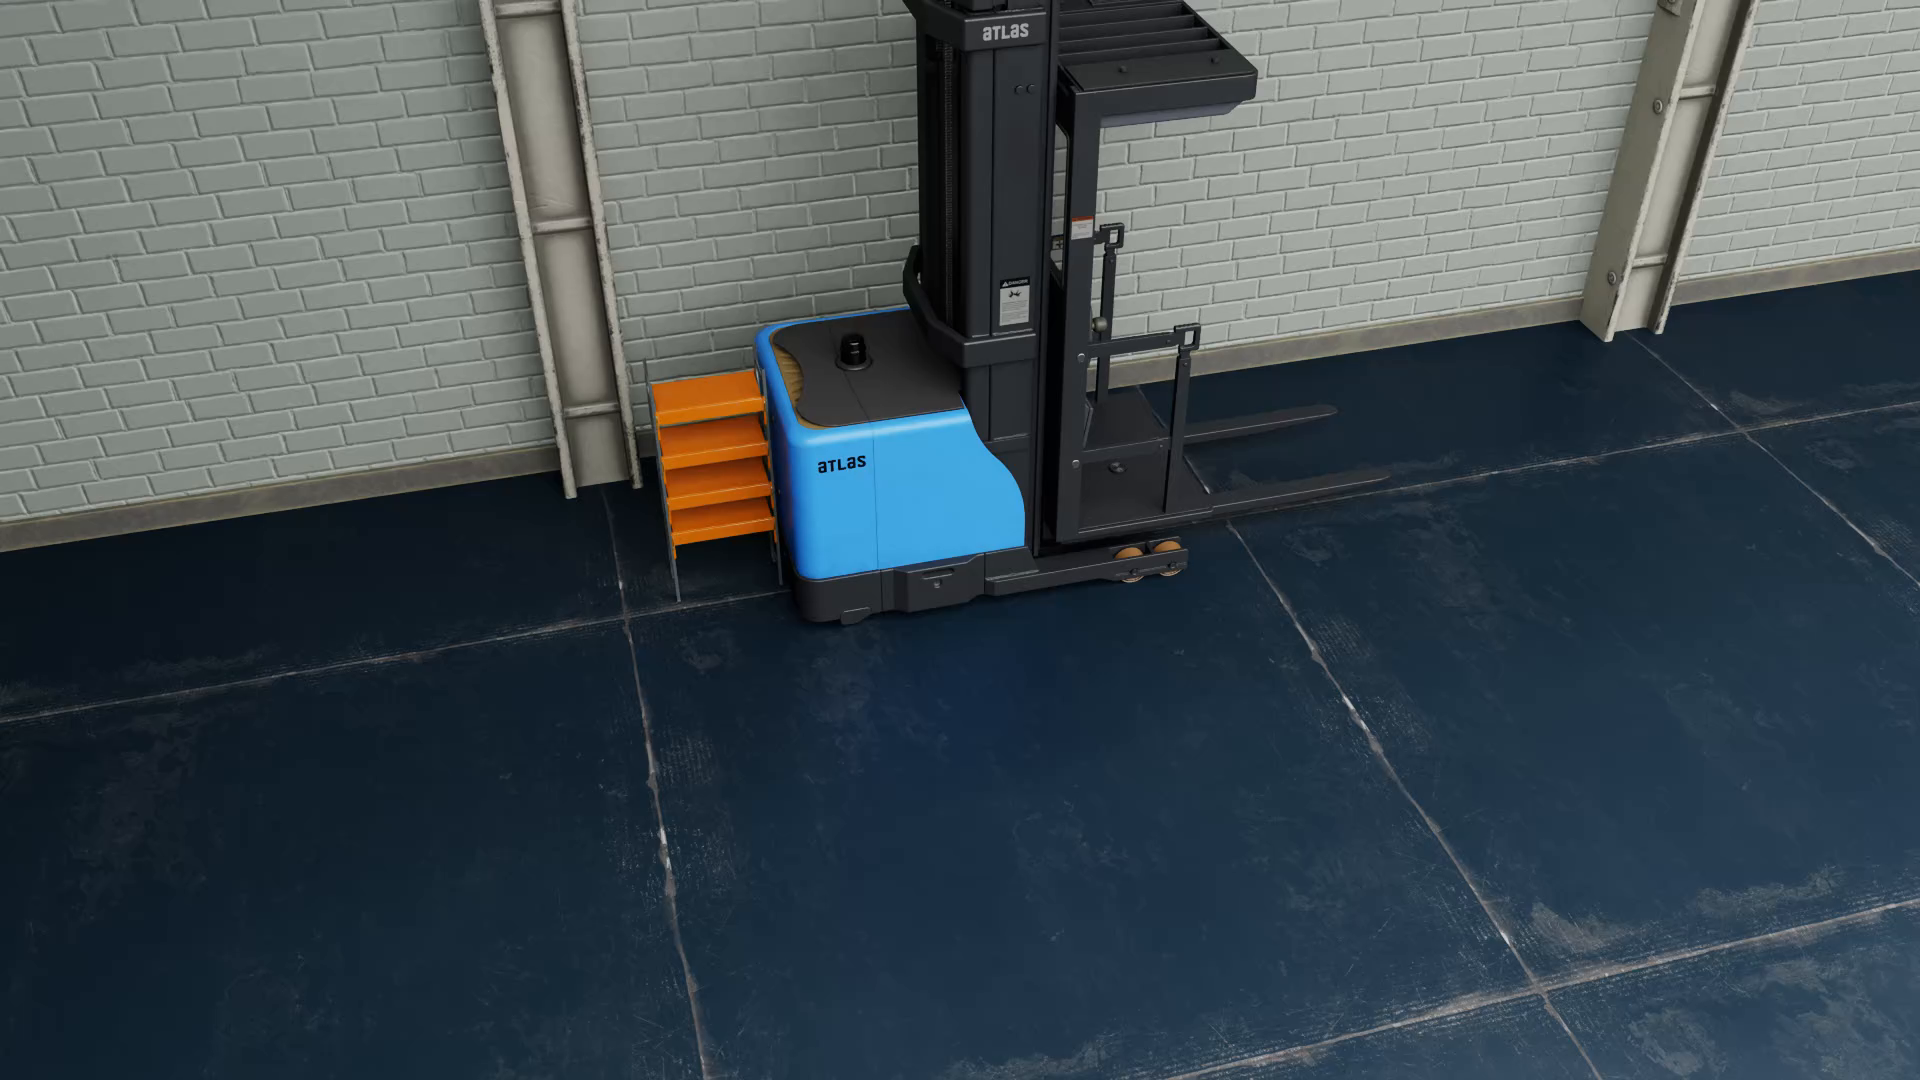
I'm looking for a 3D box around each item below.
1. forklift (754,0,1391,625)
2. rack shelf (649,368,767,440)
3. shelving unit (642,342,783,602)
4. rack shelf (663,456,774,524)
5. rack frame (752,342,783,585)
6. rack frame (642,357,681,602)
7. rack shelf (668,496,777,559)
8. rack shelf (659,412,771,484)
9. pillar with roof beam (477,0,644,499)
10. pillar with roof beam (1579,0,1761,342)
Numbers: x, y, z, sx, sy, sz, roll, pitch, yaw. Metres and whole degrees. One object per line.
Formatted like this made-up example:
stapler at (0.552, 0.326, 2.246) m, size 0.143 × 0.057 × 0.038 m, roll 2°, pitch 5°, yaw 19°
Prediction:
forklift at (0.601, -1.262, 7.467) m, size 3.031 × 2.935 × 1.130 m, roll -9°, pitch 38°, yaw -12°
rack shelf at (-1.121, -0.605, 7.386) m, size 0.480 × 0.148 × 0.258 m, roll -9°, pitch 38°, yaw -12°
shelving unit at (-1.121, -0.293, 7.625) m, size 0.503 × 1.200 × 0.258 m, roll -9°, pitch 38°, yaw -12°
rack shelf at (-1.121, -0.240, 7.666) m, size 0.480 × 0.148 × 0.258 m, roll -9°, pitch 38°, yaw -12°
rack frame at (-0.886, -0.332, 7.676) m, size 0.015 × 1.200 × 0.240 m, roll -9°, pitch 38°, yaw -12°
rack frame at (-1.357, -0.254, 7.574) m, size 0.015 × 1.200 × 0.240 m, roll -9°, pitch 38°, yaw -12°
rack shelf at (-1.121, -0.082, 7.786) m, size 0.480 × 0.148 × 0.258 m, roll -9°, pitch 38°, yaw -12°
rack shelf at (-1.121, -0.417, 7.530) m, size 0.480 × 0.148 × 0.258 m, roll -9°, pitch 38°, yaw -12°
pillar with roof beam at (-0.743, -1.381, 2.629) m, size 0.400 × 9.000 × 9.100 m, roll -9°, pitch 38°, yaw -12°
pillar with roof beam at (5.050, -2.332, 3.871) m, size 0.400 × 9.000 × 9.100 m, roll -9°, pitch 38°, yaw -12°
